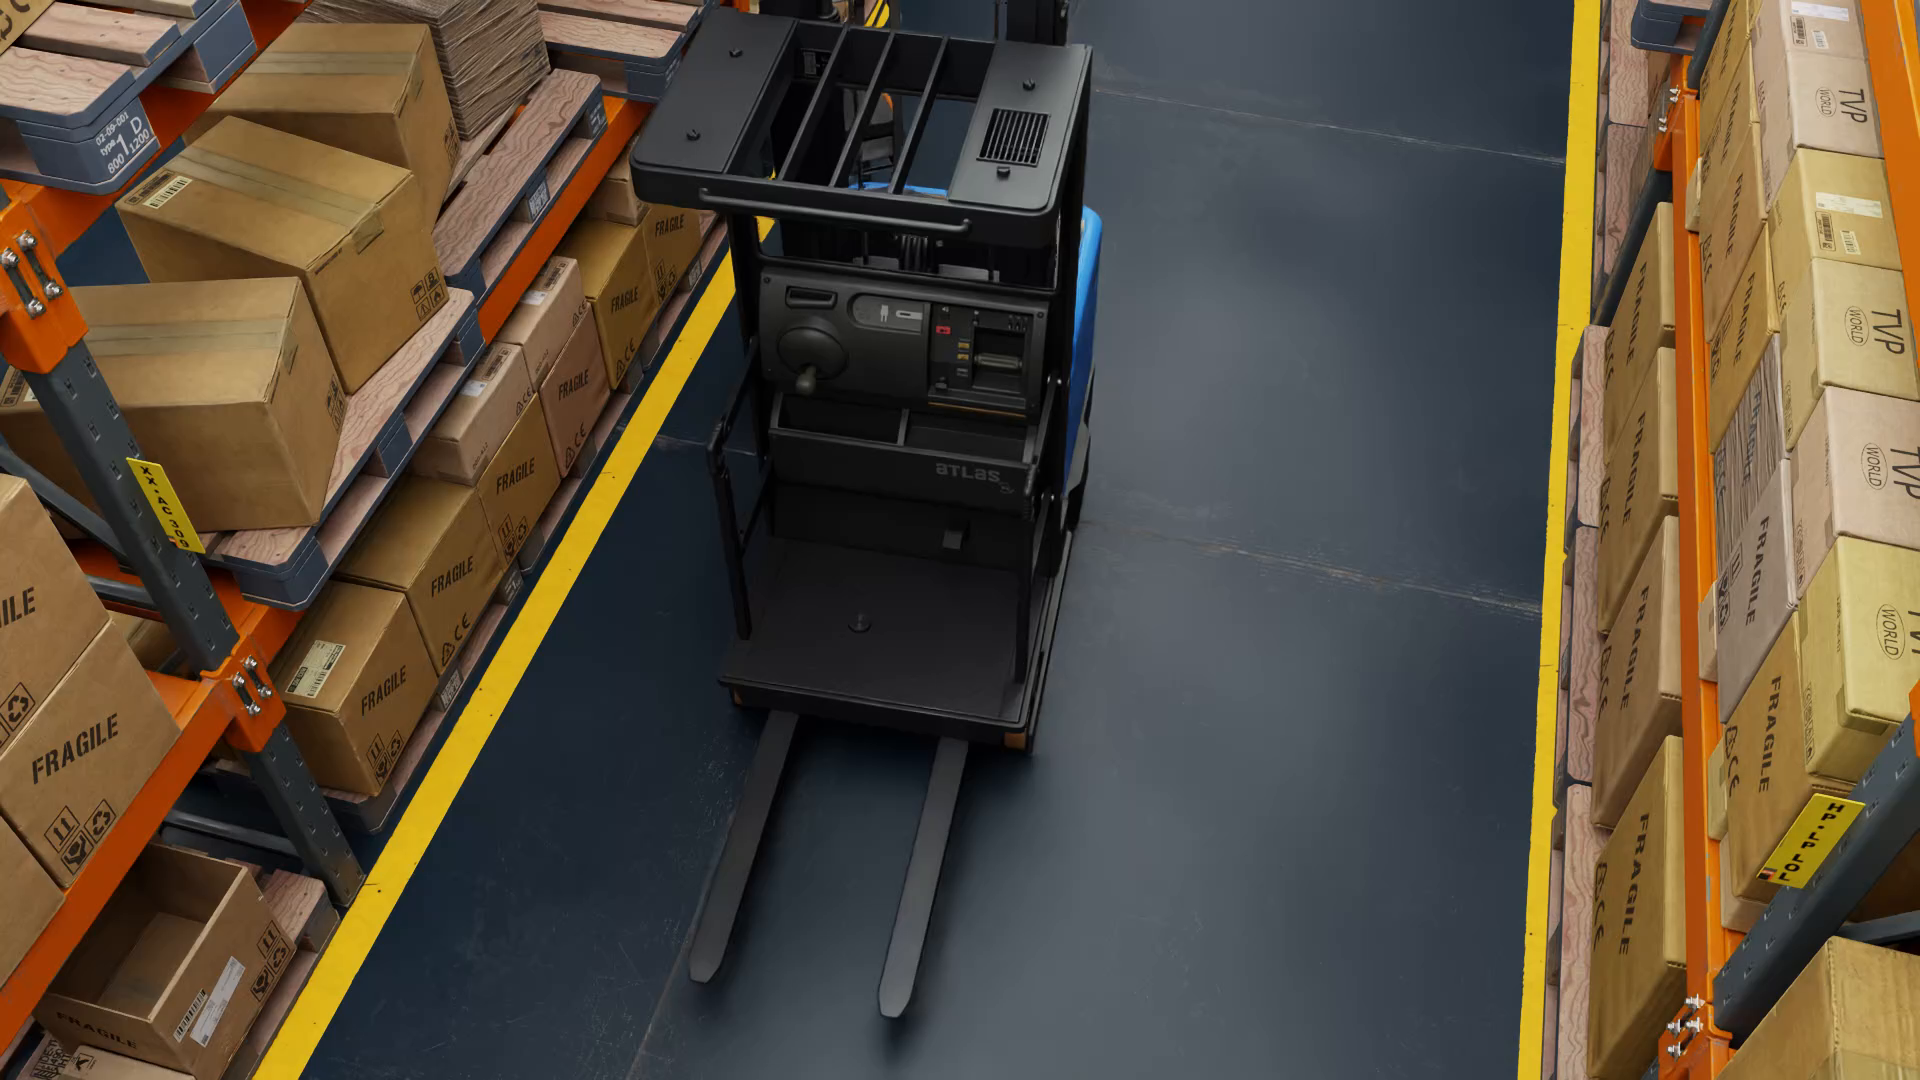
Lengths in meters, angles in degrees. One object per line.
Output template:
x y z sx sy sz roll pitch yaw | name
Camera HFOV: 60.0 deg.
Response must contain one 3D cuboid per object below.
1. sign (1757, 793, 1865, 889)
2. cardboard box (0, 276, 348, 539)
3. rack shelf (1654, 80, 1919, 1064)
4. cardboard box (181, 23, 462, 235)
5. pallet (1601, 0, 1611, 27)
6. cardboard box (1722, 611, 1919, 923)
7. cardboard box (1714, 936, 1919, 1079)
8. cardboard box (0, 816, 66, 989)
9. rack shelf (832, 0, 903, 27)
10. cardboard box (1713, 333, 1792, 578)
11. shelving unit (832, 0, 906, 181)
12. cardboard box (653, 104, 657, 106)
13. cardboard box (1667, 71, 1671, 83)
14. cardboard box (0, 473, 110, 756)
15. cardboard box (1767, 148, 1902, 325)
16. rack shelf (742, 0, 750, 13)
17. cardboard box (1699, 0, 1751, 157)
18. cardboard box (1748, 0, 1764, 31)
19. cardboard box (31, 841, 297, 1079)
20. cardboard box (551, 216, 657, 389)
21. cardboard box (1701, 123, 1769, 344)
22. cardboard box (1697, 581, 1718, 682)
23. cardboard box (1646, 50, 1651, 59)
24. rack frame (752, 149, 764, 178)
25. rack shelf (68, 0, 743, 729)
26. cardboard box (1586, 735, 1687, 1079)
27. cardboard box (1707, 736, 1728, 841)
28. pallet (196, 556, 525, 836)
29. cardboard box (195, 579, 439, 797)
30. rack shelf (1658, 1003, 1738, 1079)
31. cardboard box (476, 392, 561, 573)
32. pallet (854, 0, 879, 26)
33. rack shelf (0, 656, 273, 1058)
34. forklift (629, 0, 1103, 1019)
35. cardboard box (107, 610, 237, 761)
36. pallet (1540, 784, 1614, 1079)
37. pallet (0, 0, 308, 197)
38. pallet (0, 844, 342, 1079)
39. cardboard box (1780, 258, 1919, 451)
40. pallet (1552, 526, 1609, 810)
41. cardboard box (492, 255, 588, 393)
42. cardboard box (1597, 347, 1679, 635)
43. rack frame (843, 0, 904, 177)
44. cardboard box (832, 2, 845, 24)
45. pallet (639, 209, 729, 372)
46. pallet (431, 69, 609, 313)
1.740 0.620 3.402 0.100 0.325 0.005 12 50 10 | sign
-2.174 -0.369 4.647 0.700 0.500 0.500 -3 49 -3 | cardboard box
2.792 -0.132 5.265 1.077 0.370 4.000 12 50 10 | rack shelf
-2.109 -1.360 5.522 0.700 0.500 0.500 0 49 0 | cardboard box
4.168 -3.224 9.373 1.003 0.211 1.213 12 50 10 | pallet
2.144 0.555 3.900 0.500 0.500 0.500 11 49 9 | cardboard box
2.107 1.366 3.262 0.980 0.700 0.700 12 50 11 | cardboard box
-2.533 0.854 3.848 0.500 0.500 0.500 13 50 11 | cardboard box
-0.493 -2.065 6.176 0.431 0.518 0.480 -15 50 -13 | rack shelf
2.409 -0.178 4.547 0.500 0.500 0.500 12 50 10 | cardboard box
-0.493 -1.611 6.690 0.431 2.100 0.503 -15 50 -13 | shelving unit
-1.558 -2.449 8.384 0.500 0.250 0.500 13 50 11 | cardboard box
3.706 -2.016 7.821 0.700 0.500 0.500 11 50 10 | cardboard box
-2.398 0.155 3.798 0.500 0.500 0.500 12 50 10 | cardboard box
2.554 -0.804 4.599 0.500 0.250 0.500 11 49 9 | cardboard box
-0.935 -4.000 8.678 1.077 0.370 4.000 12 50 10 | rack shelf
2.944 -1.654 5.850 0.500 0.500 0.500 13 50 11 | cardboard box
2.943 -1.905 5.571 0.500 0.250 0.500 13 50 11 | cardboard box
-2.390 1.251 4.938 0.500 0.500 0.500 12 50 10 | cardboard box
-1.618 -1.013 6.936 0.500 0.500 0.500 10 49 9 | cardboard box
2.665 -0.918 5.200 0.500 0.500 0.500 11 50 10 | cardboard box
2.250 0.284 4.572 0.380 0.149 0.250 12 50 10 | cardboard box
3.933 -2.748 8.467 0.700 0.500 0.500 12 50 10 | cardboard box
-1.461 -2.792 7.132 1.000 3.000 0.127 12 50 10 | rack frame
-1.988 -1.107 6.125 1.077 0.370 4.000 12 50 10 | rack shelf
2.311 1.153 4.804 0.750 0.750 0.750 12 50 10 | cardboard box
2.125 0.665 4.235 0.380 0.149 0.250 12 50 11 | cardboard box
-2.337 0.429 6.150 1.003 0.211 1.213 12 50 10 | pallet
-2.152 0.481 5.617 0.500 0.500 0.500 10 49 8 | cardboard box
1.739 2.761 2.711 1.077 0.370 4.000 12 50 10 | rack shelf
-1.883 -0.267 6.277 0.500 0.500 0.500 12 50 10 | cardboard box
-0.884 -3.336 9.473 1.003 0.211 1.213 12 50 10 | pallet
-3.041 1.786 3.571 1.077 0.370 4.000 12 50 10 | rack shelf
-0.225 -0.522 5.175 1.130 2.935 3.031 8 49 7 | forklift
-2.661 0.370 5.716 0.500 0.500 0.500 11 50 10 | cardboard box
2.396 1.426 5.269 1.003 0.211 1.213 12 50 10 | pallet
-2.275 -1.287 3.928 1.213 0.211 1.003 12 50 10 | pallet
-2.696 1.521 5.186 1.003 0.211 1.213 12 50 10 | pallet
2.420 -0.435 4.273 0.500 0.250 0.500 12 50 11 | cardboard box
2.715 0.541 6.051 1.003 0.211 1.213 12 50 10 | pallet
-1.757 -0.853 6.295 0.500 0.250 0.500 11 49 9 | cardboard box
2.762 -0.106 5.915 0.750 0.750 0.750 11 50 10 | cardboard box
-0.412 -1.438 6.538 0.400 2.100 0.015 -15 50 -13 | rack frame
-0.909 -2.705 8.610 0.500 0.250 0.500 10 49 9 | cardboard box
-1.694 -1.336 7.707 1.003 0.211 1.213 12 50 10 | pallet
-1.969 -1.320 5.962 1.003 0.211 1.213 12 50 10 | pallet
